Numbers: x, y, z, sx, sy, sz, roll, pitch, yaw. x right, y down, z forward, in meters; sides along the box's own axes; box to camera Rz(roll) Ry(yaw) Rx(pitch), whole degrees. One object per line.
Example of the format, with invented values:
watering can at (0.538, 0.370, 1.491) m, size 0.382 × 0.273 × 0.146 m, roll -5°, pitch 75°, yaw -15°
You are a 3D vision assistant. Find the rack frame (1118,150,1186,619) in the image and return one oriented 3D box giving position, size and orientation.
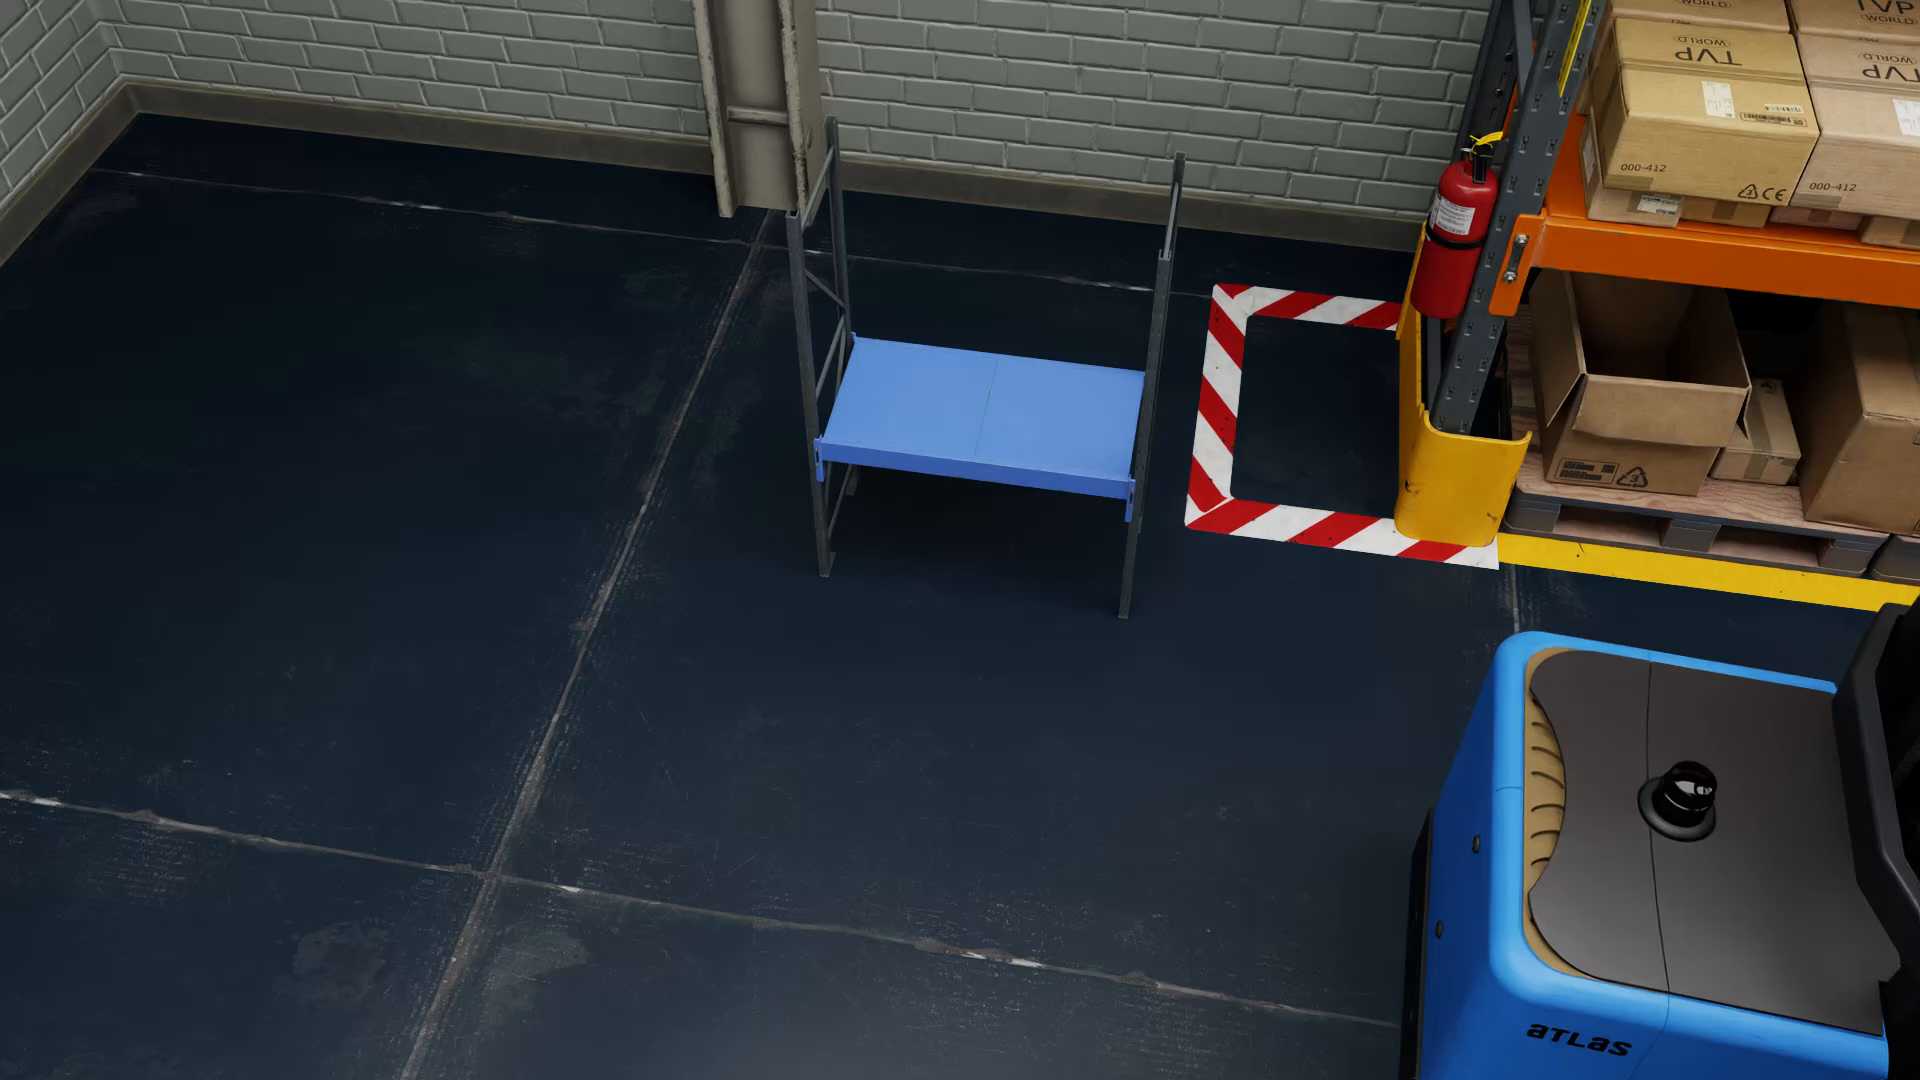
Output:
rack frame at (0.584, -0.423, 5.122) m, size 0.032 × 1.500 × 0.500 m, roll 8°, pitch 49°, yaw 7°

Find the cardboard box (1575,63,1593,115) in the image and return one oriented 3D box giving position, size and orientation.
cardboard box at (2.077, -1.499, 5.249) m, size 0.250 × 0.149 × 0.380 m, roll 7°, pitch 48°, yaw 6°

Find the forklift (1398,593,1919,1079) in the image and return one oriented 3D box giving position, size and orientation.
forklift at (2.690, 0.551, 3.285) m, size 3.031 × 2.935 × 1.130 m, roll 10°, pitch 49°, yaw 9°

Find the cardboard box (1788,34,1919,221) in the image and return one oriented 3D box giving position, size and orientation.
cardboard box at (2.598, -1.156, 4.673) m, size 0.500 × 0.250 × 0.500 m, roll 8°, pitch 49°, yaw 7°

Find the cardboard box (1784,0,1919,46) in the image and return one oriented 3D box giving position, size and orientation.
cardboard box at (2.711, -1.544, 5.021) m, size 0.500 × 0.250 × 0.500 m, roll 8°, pitch 49°, yaw 7°

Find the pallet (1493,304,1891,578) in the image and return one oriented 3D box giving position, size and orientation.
pallet at (2.563, -0.383, 5.953) m, size 1.213 × 0.211 × 1.003 m, roll 8°, pitch 49°, yaw 7°

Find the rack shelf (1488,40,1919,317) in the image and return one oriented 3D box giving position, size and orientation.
rack shelf at (3.672, -0.925, 5.048) m, size 4.000 × 0.370 × 1.077 m, roll 8°, pitch 49°, yaw 7°

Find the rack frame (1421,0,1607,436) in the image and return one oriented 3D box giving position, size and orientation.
rack frame at (1.704, -1.430, 5.018) m, size 0.127 × 3.000 × 1.000 m, roll 8°, pitch 49°, yaw 7°

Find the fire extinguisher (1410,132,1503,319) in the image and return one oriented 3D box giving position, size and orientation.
fire extinguisher at (1.477, -0.961, 4.899) m, size 0.183 × 0.674 × 0.296 m, roll 8°, pitch 49°, yaw 7°

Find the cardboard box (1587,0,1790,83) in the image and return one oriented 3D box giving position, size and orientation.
cardboard box at (2.203, -1.613, 5.083) m, size 0.500 × 0.250 × 0.500 m, roll 9°, pitch 49°, yaw 8°

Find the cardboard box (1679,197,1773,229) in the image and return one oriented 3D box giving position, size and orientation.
cardboard box at (2.237, -1.102, 4.892) m, size 0.250 × 0.149 × 0.380 m, roll 9°, pitch 49°, yaw 8°

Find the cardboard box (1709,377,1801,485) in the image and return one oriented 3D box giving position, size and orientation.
cardboard box at (2.700, -0.383, 5.711) m, size 0.250 × 0.149 × 0.380 m, roll 6°, pitch 48°, yaw 5°

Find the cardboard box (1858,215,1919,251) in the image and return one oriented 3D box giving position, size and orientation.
cardboard box at (2.739, -1.014, 4.814) m, size 0.250 × 0.149 × 0.380 m, roll 9°, pitch 49°, yaw 8°

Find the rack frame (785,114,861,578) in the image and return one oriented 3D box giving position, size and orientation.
rack frame at (-0.416, -0.557, 5.242) m, size 0.032 × 1.500 × 0.500 m, roll 8°, pitch 49°, yaw 7°

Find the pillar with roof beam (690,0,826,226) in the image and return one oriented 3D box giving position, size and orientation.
pillar with roof beam at (-1.555, -1.300, 0.869) m, size 0.400 × 9.000 × 9.100 m, roll 8°, pitch 49°, yaw 7°

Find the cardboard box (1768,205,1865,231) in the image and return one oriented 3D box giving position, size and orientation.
cardboard box at (2.502, -1.093, 4.884) m, size 0.250 × 0.149 × 0.380 m, roll 7°, pitch 48°, yaw 6°

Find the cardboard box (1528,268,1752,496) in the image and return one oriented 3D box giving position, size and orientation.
cardboard box at (2.289, -0.586, 5.656) m, size 0.637 × 0.503 × 0.797 m, roll 6°, pitch 48°, yaw 5°

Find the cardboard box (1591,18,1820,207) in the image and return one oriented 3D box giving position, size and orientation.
cardboard box at (2.102, -1.222, 4.732) m, size 0.500 × 0.250 × 0.500 m, roll 8°, pitch 49°, yaw 7°

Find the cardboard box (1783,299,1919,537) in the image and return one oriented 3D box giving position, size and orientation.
cardboard box at (3.123, -0.443, 5.530) m, size 0.500 × 0.500 × 0.700 m, roll 9°, pitch 49°, yaw 8°

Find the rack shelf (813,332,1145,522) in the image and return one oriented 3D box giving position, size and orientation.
rack shelf at (0.084, -0.370, 5.316) m, size 1.000 × 0.185 × 0.538 m, roll 8°, pitch 49°, yaw 7°

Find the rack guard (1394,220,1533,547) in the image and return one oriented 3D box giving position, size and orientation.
rack guard at (1.778, -0.584, 5.939) m, size 0.348 × 0.500 × 1.175 m, roll 8°, pitch 49°, yaw 7°

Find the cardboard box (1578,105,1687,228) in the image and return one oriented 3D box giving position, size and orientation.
cardboard box at (1.978, -1.102, 4.892) m, size 0.250 × 0.149 × 0.380 m, roll 7°, pitch 48°, yaw 7°

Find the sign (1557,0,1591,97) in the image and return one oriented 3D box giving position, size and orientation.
sign at (1.607, -1.322, 4.339) m, size 0.005 × 0.325 × 0.100 m, roll 8°, pitch 49°, yaw 7°

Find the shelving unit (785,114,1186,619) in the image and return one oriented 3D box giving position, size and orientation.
shelving unit at (0.084, -0.490, 5.182) m, size 1.048 × 1.500 × 0.538 m, roll 8°, pitch 49°, yaw 7°

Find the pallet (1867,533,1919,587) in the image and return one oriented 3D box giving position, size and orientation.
pallet at (3.760, -0.220, 5.806) m, size 1.213 × 0.211 × 1.003 m, roll 8°, pitch 49°, yaw 7°
